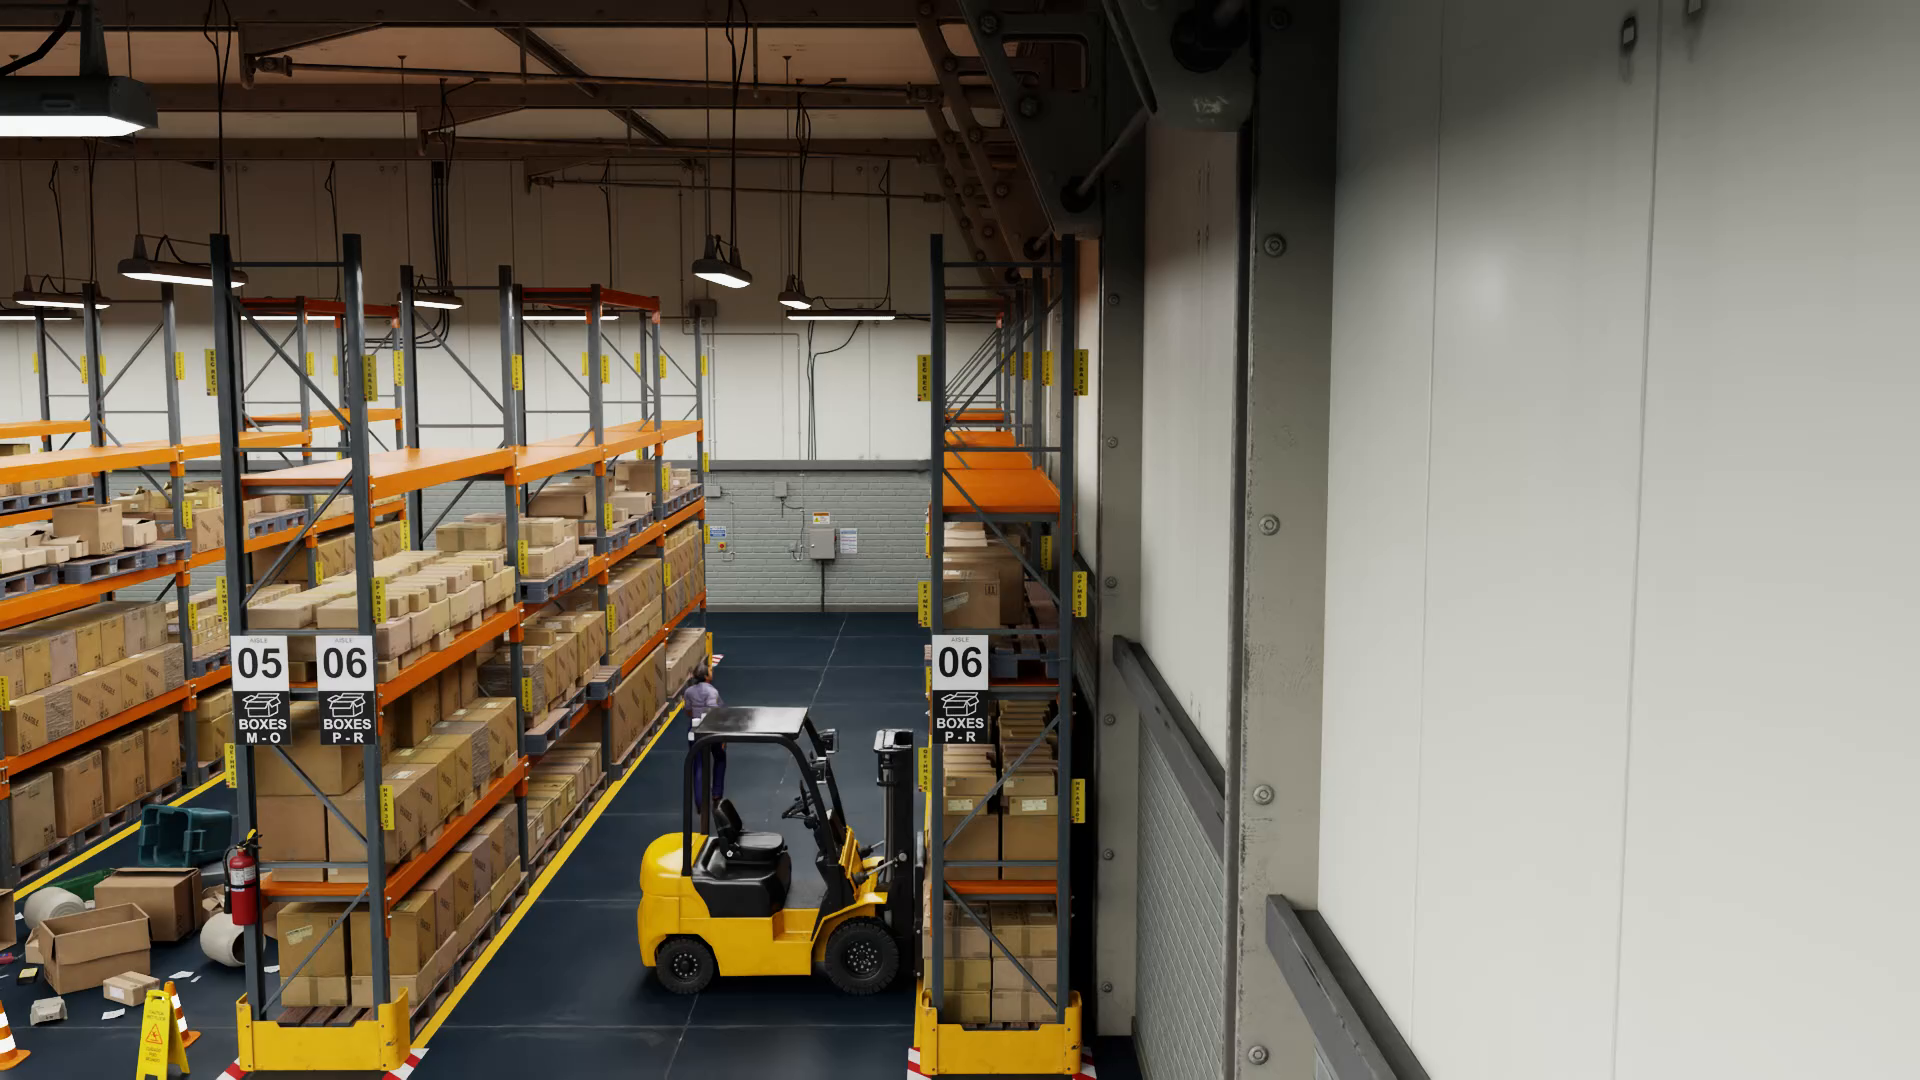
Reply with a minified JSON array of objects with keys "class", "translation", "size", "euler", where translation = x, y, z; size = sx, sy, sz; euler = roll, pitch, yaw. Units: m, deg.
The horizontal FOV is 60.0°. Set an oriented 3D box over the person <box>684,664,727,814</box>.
[{"class":"person","translation":[-2.786,2.179,18.175],"size":[0.460,1.662,0.816],"euler":[0,6,-2]}]
